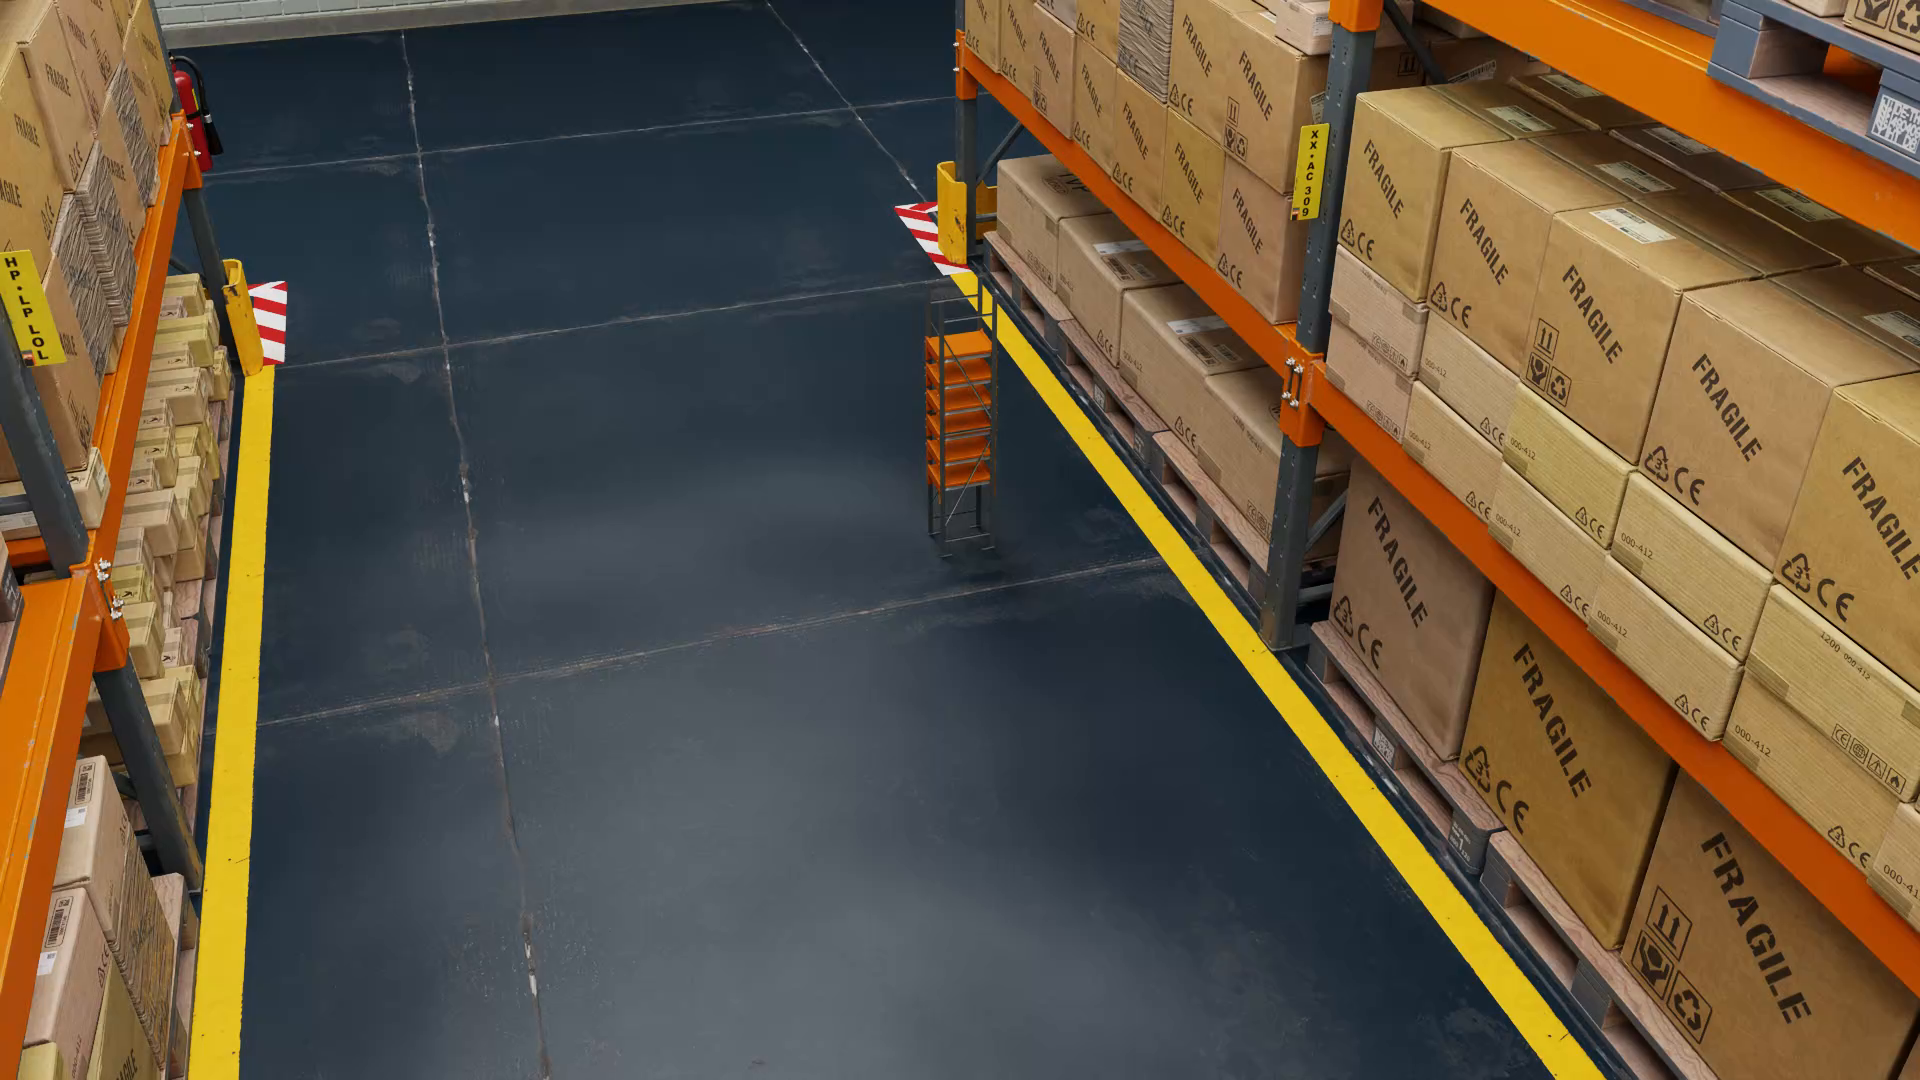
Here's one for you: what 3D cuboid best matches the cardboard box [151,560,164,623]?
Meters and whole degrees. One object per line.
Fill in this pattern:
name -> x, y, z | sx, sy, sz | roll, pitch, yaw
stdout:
cardboard box -> -3.152, 0.232, 6.113 | 0.380, 0.149, 0.250 | -12, 35, -17

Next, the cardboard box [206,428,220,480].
cardboard box -> -3.457, -0.355, 7.271 | 0.380, 0.149, 0.250 | -12, 35, -17

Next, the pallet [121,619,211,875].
pallet -> -3.233, 0.785, 5.871 | 1.003, 0.211, 1.213 | -10, 35, -15

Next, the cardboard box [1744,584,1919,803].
cardboard box -> 2.183, 0.291, 3.771 | 0.500, 0.250, 0.500 | -11, 35, -16

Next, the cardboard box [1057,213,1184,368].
cardboard box -> 1.052, -1.315, 8.463 | 0.875, 0.438, 0.875 | -9, 35, -13

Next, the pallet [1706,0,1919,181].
pallet -> 2.318, -0.906, 3.351 | 1.003, 0.211, 1.213 | -8, 34, -13

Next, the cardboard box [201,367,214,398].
cardboard box -> -3.622, -0.741, 7.585 | 0.380, 0.149, 0.250 | -11, 35, -17

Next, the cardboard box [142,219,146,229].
cardboard box -> -3.563, -1.364, 6.822 | 0.380, 0.149, 0.250 | -12, 35, -17

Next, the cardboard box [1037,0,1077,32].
cardboard box -> 0.672, -2.638, 7.523 | 0.500, 0.500, 0.500 | -10, 35, -15

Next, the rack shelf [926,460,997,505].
rack shelf -> 0.004, -0.256, 7.065 | 0.258, 0.103, 0.180 | -10, 35, -15

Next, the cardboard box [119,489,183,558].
cardboard box -> -3.155, -0.041, 6.257 | 0.380, 0.149, 0.250 | -9, 35, -14

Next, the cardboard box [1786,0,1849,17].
cardboard box -> 1.912, -1.270, 3.471 | 0.396, 0.266, 0.258 | -7, 34, -11

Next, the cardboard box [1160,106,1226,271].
cardboard box -> 1.141, -1.429, 6.601 | 0.500, 0.500, 0.500 | -11, 35, -16

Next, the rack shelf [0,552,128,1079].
rack shelf -> -2.385, 1.318, 3.187 | 1.077, 0.370, 4.000 | -10, 35, -15

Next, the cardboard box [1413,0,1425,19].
cardboard box -> 1.746, -1.988, 5.952 | 0.380, 0.149, 0.250 | -10, 35, -14

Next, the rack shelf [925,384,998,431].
rack shelf -> 0.004, -0.556, 6.866 | 0.258, 0.103, 0.180 | -10, 35, -15

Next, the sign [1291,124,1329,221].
sign -> 1.160, -1.218, 5.515 | 0.100, 0.325, 0.005 | -10, 35, -15

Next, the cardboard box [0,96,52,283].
cardboard box -> -2.901, -0.893, 4.613 | 0.500, 0.500, 0.500 | -9, 35, -14

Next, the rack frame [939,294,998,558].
rack frame -> 0.032, -0.445, 6.835 | 0.240, 1.200, 0.006 | -10, 35, -15

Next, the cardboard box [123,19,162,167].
cardboard box -> -3.681, -1.834, 6.944 | 0.500, 0.500, 0.500 | -11, 35, -16

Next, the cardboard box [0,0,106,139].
cardboard box -> -3.353, -1.702, 5.838 | 0.500, 0.500, 0.500 | -11, 35, -16

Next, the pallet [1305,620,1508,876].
pallet -> 1.995, 0.638, 6.093 | 1.003, 0.211, 1.213 | -10, 35, -15

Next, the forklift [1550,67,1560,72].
forklift -> 2.979, -2.189, 7.904 | 1.130, 2.935, 3.031 | -16, 37, -23

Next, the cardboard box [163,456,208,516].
cardboard box -> -3.281, -0.193, 6.757 | 0.380, 0.149, 0.250 | -10, 35, -14

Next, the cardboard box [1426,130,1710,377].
cardboard box -> 1.730, -0.835, 4.795 | 0.500, 0.500, 0.500 | -10, 35, -15

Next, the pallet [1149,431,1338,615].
pallet -> 1.531, -0.167, 7.311 | 1.003, 0.211, 1.213 | -10, 35, -15

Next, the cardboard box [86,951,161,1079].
cardboard box -> -2.373, 1.451, 4.220 | 0.500, 0.500, 0.500 | -11, 35, -16

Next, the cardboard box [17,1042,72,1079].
cardboard box -> -2.208, 1.418, 3.589 | 0.500, 0.250, 0.500 | -12, 35, -17

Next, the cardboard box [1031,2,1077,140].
cardboard box -> 0.660, -2.228, 7.810 | 0.500, 0.500, 0.500 | -10, 35, -15

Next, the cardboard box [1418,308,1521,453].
cardboard box -> 1.740, -0.516, 4.993 | 0.500, 0.250, 0.500 | -9, 35, -14

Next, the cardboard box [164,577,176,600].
cardboard box -> -3.247, 0.215, 6.409 | 0.380, 0.149, 0.250 | -11, 35, -17

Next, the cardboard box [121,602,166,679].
cardboard box -> -2.930, 0.364, 5.644 | 0.380, 0.149, 0.250 | -8, 34, -12

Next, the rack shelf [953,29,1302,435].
rack shelf -> 1.078, -1.668, 7.705 | 1.077, 0.370, 4.000 | -10, 35, -15

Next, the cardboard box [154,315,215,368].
cardboard box -> -3.590, -0.875, 7.518 | 0.380, 0.149, 0.250 | -11, 35, -16

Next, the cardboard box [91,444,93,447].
cardboard box -> -2.919, -0.254, 5.142 | 0.380, 0.149, 0.250 | -9, 35, -13

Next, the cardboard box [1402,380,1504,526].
cardboard box -> 1.730, -0.308, 5.132 | 0.500, 0.250, 0.500 | -11, 35, -16

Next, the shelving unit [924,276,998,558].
shelving unit -> 0.004, -0.493, 6.908 | 0.258, 1.200, 0.189 | -10, 35, -15

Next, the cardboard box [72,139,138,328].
cardboard box -> -3.183, -1.029, 5.727 | 0.500, 0.500, 0.500 | -11, 35, -16

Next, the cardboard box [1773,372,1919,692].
cardboard box -> 2.192, -0.034, 3.583 | 0.500, 0.500, 0.500 | -10, 35, -15

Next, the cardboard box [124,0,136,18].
cardboard box -> -3.839, -2.517, 7.071 | 0.500, 0.500, 0.500 | -11, 35, -16

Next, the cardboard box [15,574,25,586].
cardboard box -> -3.555, 0.184, 5.915 | 0.380, 0.149, 0.250 | -9, 34, -13

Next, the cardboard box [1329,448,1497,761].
cardboard box -> 1.954, 0.106, 5.916 | 0.875, 0.875, 0.875 | -9, 34, -13

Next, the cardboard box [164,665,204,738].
cardboard box -> -2.881, 0.597, 5.831 | 0.380, 0.149, 0.250 | -9, 35, -13

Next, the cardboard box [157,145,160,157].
cardboard box -> -3.806, -1.767, 7.431 | 0.380, 0.149, 0.250 | -10, 35, -15

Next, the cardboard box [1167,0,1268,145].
cardboard box -> 1.134, -1.846, 6.325 | 0.500, 0.500, 0.500 | -11, 35, -15

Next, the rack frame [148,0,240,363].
rack frame -> -4.215, -2.132, 7.756 | 1.000, 3.000, 0.127 | -10, 35, -15

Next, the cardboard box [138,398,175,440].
cardboard box -> -3.462, -0.439, 6.860 | 0.380, 0.149, 0.250 | -11, 35, -16

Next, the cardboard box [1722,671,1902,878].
cardboard box -> 2.198, 0.491, 3.923 | 0.500, 0.250, 0.500 | -10, 35, -15

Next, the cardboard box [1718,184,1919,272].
cardboard box -> 2.365, -0.644, 4.507 | 0.500, 0.500, 0.500 | -9, 35, -13

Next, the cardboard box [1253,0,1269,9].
cardboard box -> 1.248, -2.045, 6.037 | 0.380, 0.149, 0.250 | -10, 35, -15

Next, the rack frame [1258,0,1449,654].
rack frame -> 1.688, -0.918, 5.918 | 1.000, 3.000, 0.127 | -10, 35, -15
